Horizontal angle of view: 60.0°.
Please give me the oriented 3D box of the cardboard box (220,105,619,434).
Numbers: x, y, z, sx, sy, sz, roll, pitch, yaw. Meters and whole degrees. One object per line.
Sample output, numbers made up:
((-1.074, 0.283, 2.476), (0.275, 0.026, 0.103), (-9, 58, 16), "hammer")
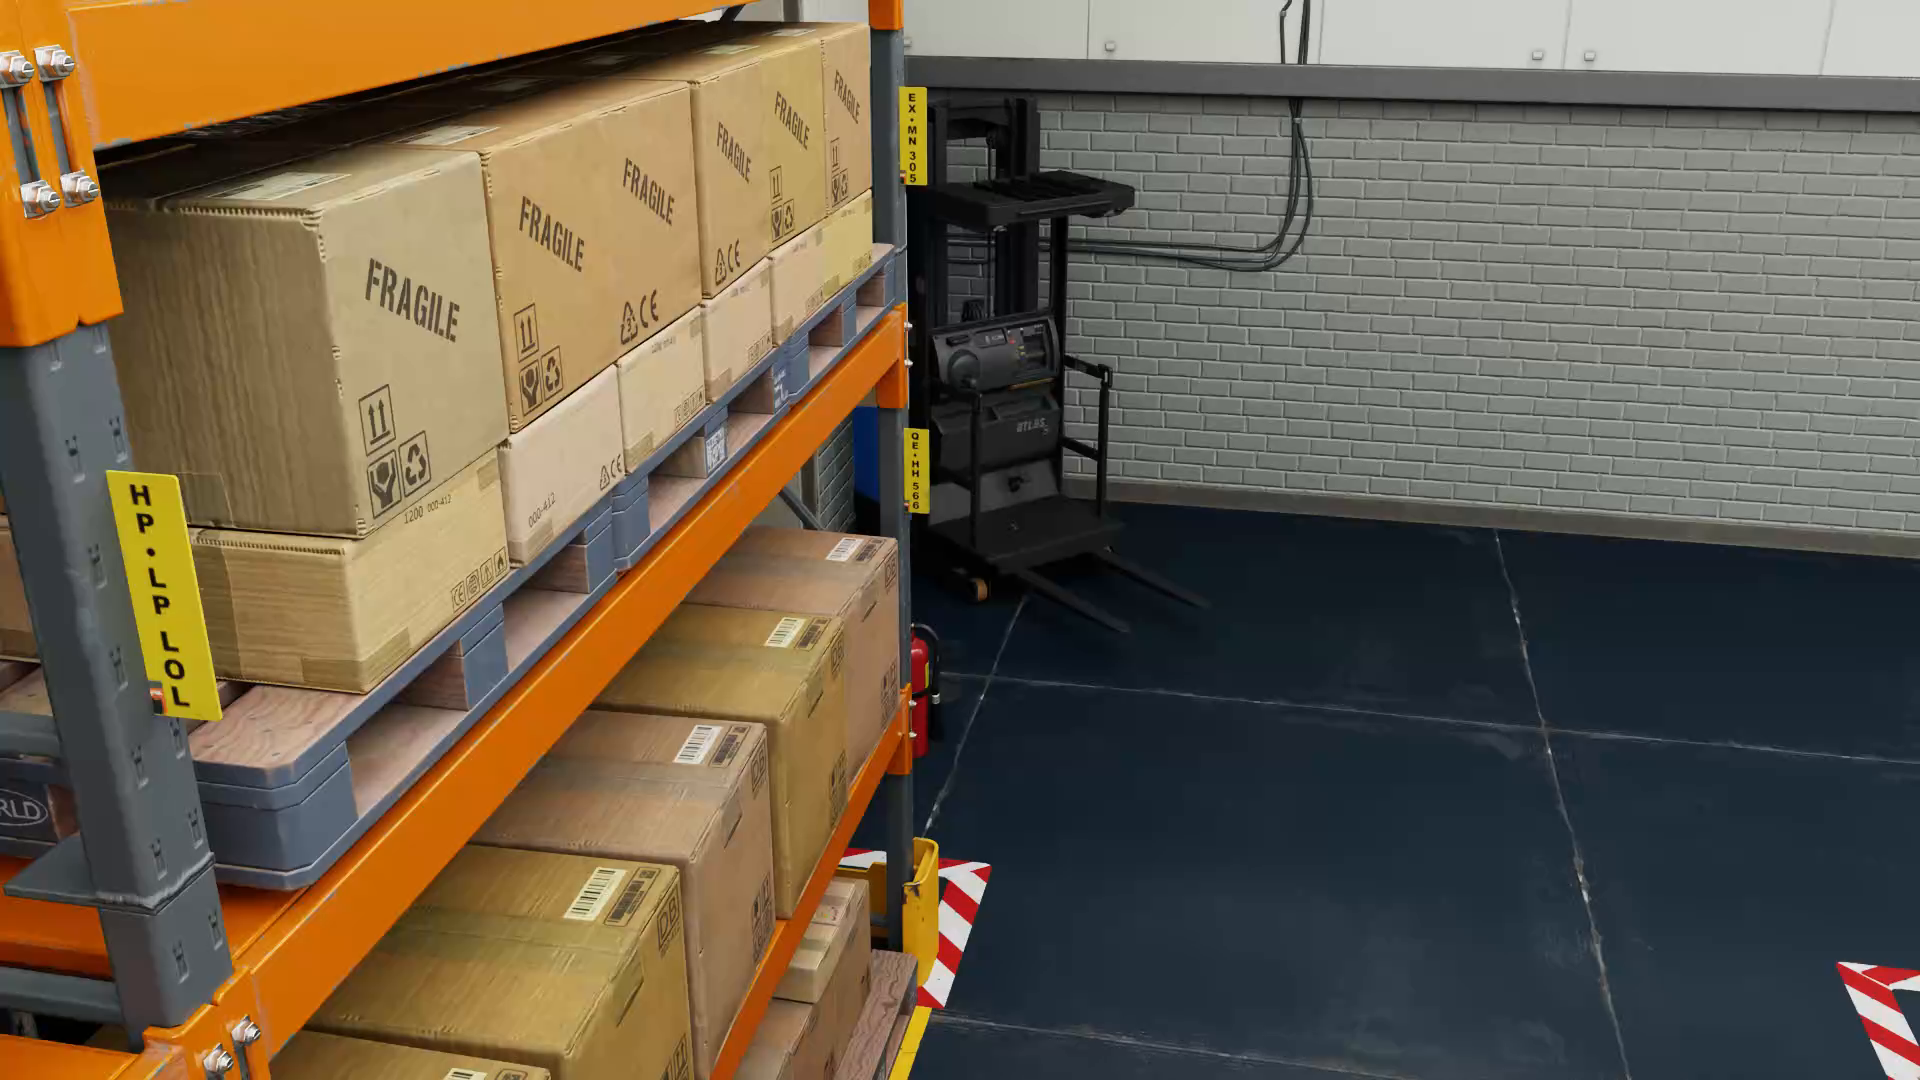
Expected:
((-0.988, -0.527, 3.134), (0.500, 0.500, 0.500), (4, 22, 10), "cardboard box")

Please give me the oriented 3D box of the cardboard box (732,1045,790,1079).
((-0.939, 1.944, 5.296), (0.700, 0.500, 0.500), (4, 22, 9), "cardboard box")

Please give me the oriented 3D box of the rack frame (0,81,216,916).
((-1.507, -0.971, 1.720), (1.000, 3.000, 0.127), (4, 22, 11), "rack frame")

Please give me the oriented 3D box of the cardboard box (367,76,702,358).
((-0.892, -0.708, 3.583), (0.500, 0.500, 0.500), (5, 22, 11), "cardboard box")

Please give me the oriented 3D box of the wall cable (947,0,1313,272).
((0.814, -3.035, 11.001), (3.097, 2.526, 0.112), (4, 22, 11), "wall cable")

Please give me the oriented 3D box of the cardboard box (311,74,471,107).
((-1.402, -0.755, 3.698), (0.500, 0.500, 0.500), (4, 22, 9), "cardboard box")

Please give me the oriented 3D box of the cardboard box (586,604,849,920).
((-0.922, 0.663, 5.289), (0.980, 0.700, 0.700), (4, 22, 10), "cardboard box")

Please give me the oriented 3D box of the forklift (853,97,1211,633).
((0.352, -1.166, 10.326), (1.130, 2.935, 3.031), (-14, 26, -31), "forklift")

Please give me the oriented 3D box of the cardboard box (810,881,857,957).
((-0.583, 1.337, 5.935), (0.380, 0.149, 0.250), (4, 22, 10), "cardboard box")

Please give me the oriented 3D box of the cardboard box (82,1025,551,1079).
((-1.380, 1.475, 3.274), (0.980, 0.700, 0.700), (5, 22, 12), "cardboard box")

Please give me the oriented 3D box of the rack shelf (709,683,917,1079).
((-1.098, 1.414, 4.791), (1.077, 0.370, 4.000), (4, 22, 11), "rack shelf")

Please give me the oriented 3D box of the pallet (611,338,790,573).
((-1.078, -0.282, 4.143), (1.003, 0.211, 1.213), (4, 22, 11), "pallet")

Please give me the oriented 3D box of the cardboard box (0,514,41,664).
((-1.596, -0.020, 2.877), (0.500, 0.250, 0.500), (5, 22, 11), "cardboard box")

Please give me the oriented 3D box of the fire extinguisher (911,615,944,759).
((-0.208, 0.537, 6.607), (0.296, 0.674, 0.183), (4, 22, 11), "fire extinguisher")

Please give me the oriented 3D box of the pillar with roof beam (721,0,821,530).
((3.228, -3.160, 7.153), (9.100, 9.000, 0.400), (4, 22, 11), "pillar with roof beam")

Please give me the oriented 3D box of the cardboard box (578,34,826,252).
((-0.685, -1.092, 4.535), (0.500, 0.500, 0.500), (5, 23, 13), "cardboard box")

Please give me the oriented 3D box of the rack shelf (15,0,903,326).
((-1.098, -1.184, 3.745), (1.077, 0.370, 4.000), (4, 22, 11), "rack shelf")

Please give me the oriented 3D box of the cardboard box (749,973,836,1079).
((-0.837, 1.760, 5.753), (0.700, 0.500, 0.500), (4, 22, 11), "cardboard box")

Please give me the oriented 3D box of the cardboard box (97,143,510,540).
((-1.087, -0.339, 2.666), (0.500, 0.500, 0.500), (4, 22, 10), "cardboard box")

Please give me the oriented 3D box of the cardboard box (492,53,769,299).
((-0.784, -0.900, 4.060), (0.500, 0.500, 0.500), (3, 22, 9), "cardboard box")

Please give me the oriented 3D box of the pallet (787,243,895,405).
((-0.831, -0.730, 5.254), (1.003, 0.211, 1.213), (4, 22, 11), "pallet")

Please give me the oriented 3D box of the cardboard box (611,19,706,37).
((-1.076, -1.314, 5.086), (0.500, 0.500, 0.500), (4, 22, 9), "cardboard box")

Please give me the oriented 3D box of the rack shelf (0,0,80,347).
((-1.915, 0.279, 0.113), (1.077, 0.370, 4.000), (4, 22, 11), "rack shelf")

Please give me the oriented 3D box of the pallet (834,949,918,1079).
((-0.777, 1.940, 6.253), (1.003, 0.211, 1.213), (4, 22, 11), "pallet")

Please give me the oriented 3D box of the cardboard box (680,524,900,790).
((-0.785, 0.397, 5.952), (0.980, 0.700, 0.700), (5, 23, 13), "cardboard box")

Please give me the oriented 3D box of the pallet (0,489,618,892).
((-1.329, 0.163, 3.038), (1.003, 0.211, 1.213), (4, 22, 11), "pallet")

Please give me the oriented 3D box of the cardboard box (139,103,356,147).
((-1.488, -0.562, 3.219), (0.500, 0.500, 0.500), (4, 22, 9), "cardboard box")

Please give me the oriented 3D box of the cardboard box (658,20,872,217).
((-0.573, -1.274, 4.987), (0.500, 0.500, 0.500), (4, 22, 11), "cardboard box")

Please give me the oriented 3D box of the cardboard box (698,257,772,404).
((-0.786, -0.545, 4.182), (0.500, 0.250, 0.500), (4, 22, 9), "cardboard box")

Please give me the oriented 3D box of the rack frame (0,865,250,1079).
((-1.507, 1.811, 2.841), (1.000, 3.000, 0.127), (4, 22, 11), "rack frame")

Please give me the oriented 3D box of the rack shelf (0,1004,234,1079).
((-1.915, 1.485, 0.599), (1.077, 0.370, 4.000), (4, 22, 11), "rack shelf")

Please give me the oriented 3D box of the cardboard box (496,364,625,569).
((-0.990, -0.170, 3.249), (0.500, 0.250, 0.500), (4, 22, 10), "cardboard box")

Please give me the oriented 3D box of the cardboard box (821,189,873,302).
((-0.580, -0.927, 5.129), (0.500, 0.250, 0.500), (5, 23, 13), "cardboard box")

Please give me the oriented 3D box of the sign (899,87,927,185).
((-0.162, -1.371, 5.647), (0.100, 0.325, 0.005), (4, 22, 11), "sign")

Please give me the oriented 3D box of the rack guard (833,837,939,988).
((-0.685, 1.499, 6.962), (1.175, 0.500, 0.348), (4, 22, 11), "rack guard")

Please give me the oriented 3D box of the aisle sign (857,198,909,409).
((-0.382, -0.861, 5.996), (0.394, 0.787, 0.004), (4, 22, 11), "aisle sign")

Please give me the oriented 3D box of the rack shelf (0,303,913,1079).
((-1.098, 0.022, 4.231), (1.077, 0.370, 4.000), (4, 22, 11), "rack shelf")

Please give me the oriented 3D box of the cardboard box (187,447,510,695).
((-1.107, 0.016, 2.789), (0.500, 0.250, 0.500), (4, 22, 11), "cardboard box")

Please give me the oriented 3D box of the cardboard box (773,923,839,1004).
((-0.635, 1.430, 5.703), (0.380, 0.149, 0.250), (5, 22, 12), "cardboard box")

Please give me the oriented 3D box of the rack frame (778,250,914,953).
((-0.690, 0.348, 6.473), (1.000, 3.000, 0.127), (4, 22, 11), "rack frame")

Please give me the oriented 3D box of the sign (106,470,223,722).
((-0.973, 0.072, 2.031), (0.100, 0.325, 0.005), (4, 22, 11), "sign")

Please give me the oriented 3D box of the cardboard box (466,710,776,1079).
((-1.087, 0.942, 4.599), (0.980, 0.700, 0.700), (3, 22, 8), "cardboard box")

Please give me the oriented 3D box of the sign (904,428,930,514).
((-0.162, -0.252, 6.097), (0.100, 0.325, 0.005), (4, 22, 11), "sign")

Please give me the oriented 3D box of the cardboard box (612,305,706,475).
((-0.892, -0.358, 3.716), (0.500, 0.250, 0.500), (4, 22, 9), "cardboard box")

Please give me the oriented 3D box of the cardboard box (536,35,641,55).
((-1.191, -1.121, 4.608), (0.500, 0.500, 0.500), (4, 22, 10), "cardboard box")

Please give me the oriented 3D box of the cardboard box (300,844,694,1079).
((-1.226, 1.208, 3.936), (0.980, 0.700, 0.700), (4, 22, 10), "cardboard box")

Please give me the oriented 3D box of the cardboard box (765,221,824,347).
((-0.685, -0.736, 4.656), (0.500, 0.250, 0.500), (4, 22, 9), "cardboard box")

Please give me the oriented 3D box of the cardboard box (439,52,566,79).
((-1.293, -0.937, 4.150), (0.500, 0.500, 0.500), (4, 22, 11), "cardboard box")

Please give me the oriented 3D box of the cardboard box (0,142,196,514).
((-1.592, -0.373, 2.750), (0.500, 0.500, 0.500), (4, 22, 11), "cardboard box")

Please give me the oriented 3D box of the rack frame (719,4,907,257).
((-0.690, -2.434, 5.353), (1.000, 3.000, 0.127), (4, 22, 11), "rack frame")

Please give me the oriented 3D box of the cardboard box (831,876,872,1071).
((-0.735, 1.577, 6.207), (0.700, 0.500, 0.500), (4, 22, 11), "cardboard box")
